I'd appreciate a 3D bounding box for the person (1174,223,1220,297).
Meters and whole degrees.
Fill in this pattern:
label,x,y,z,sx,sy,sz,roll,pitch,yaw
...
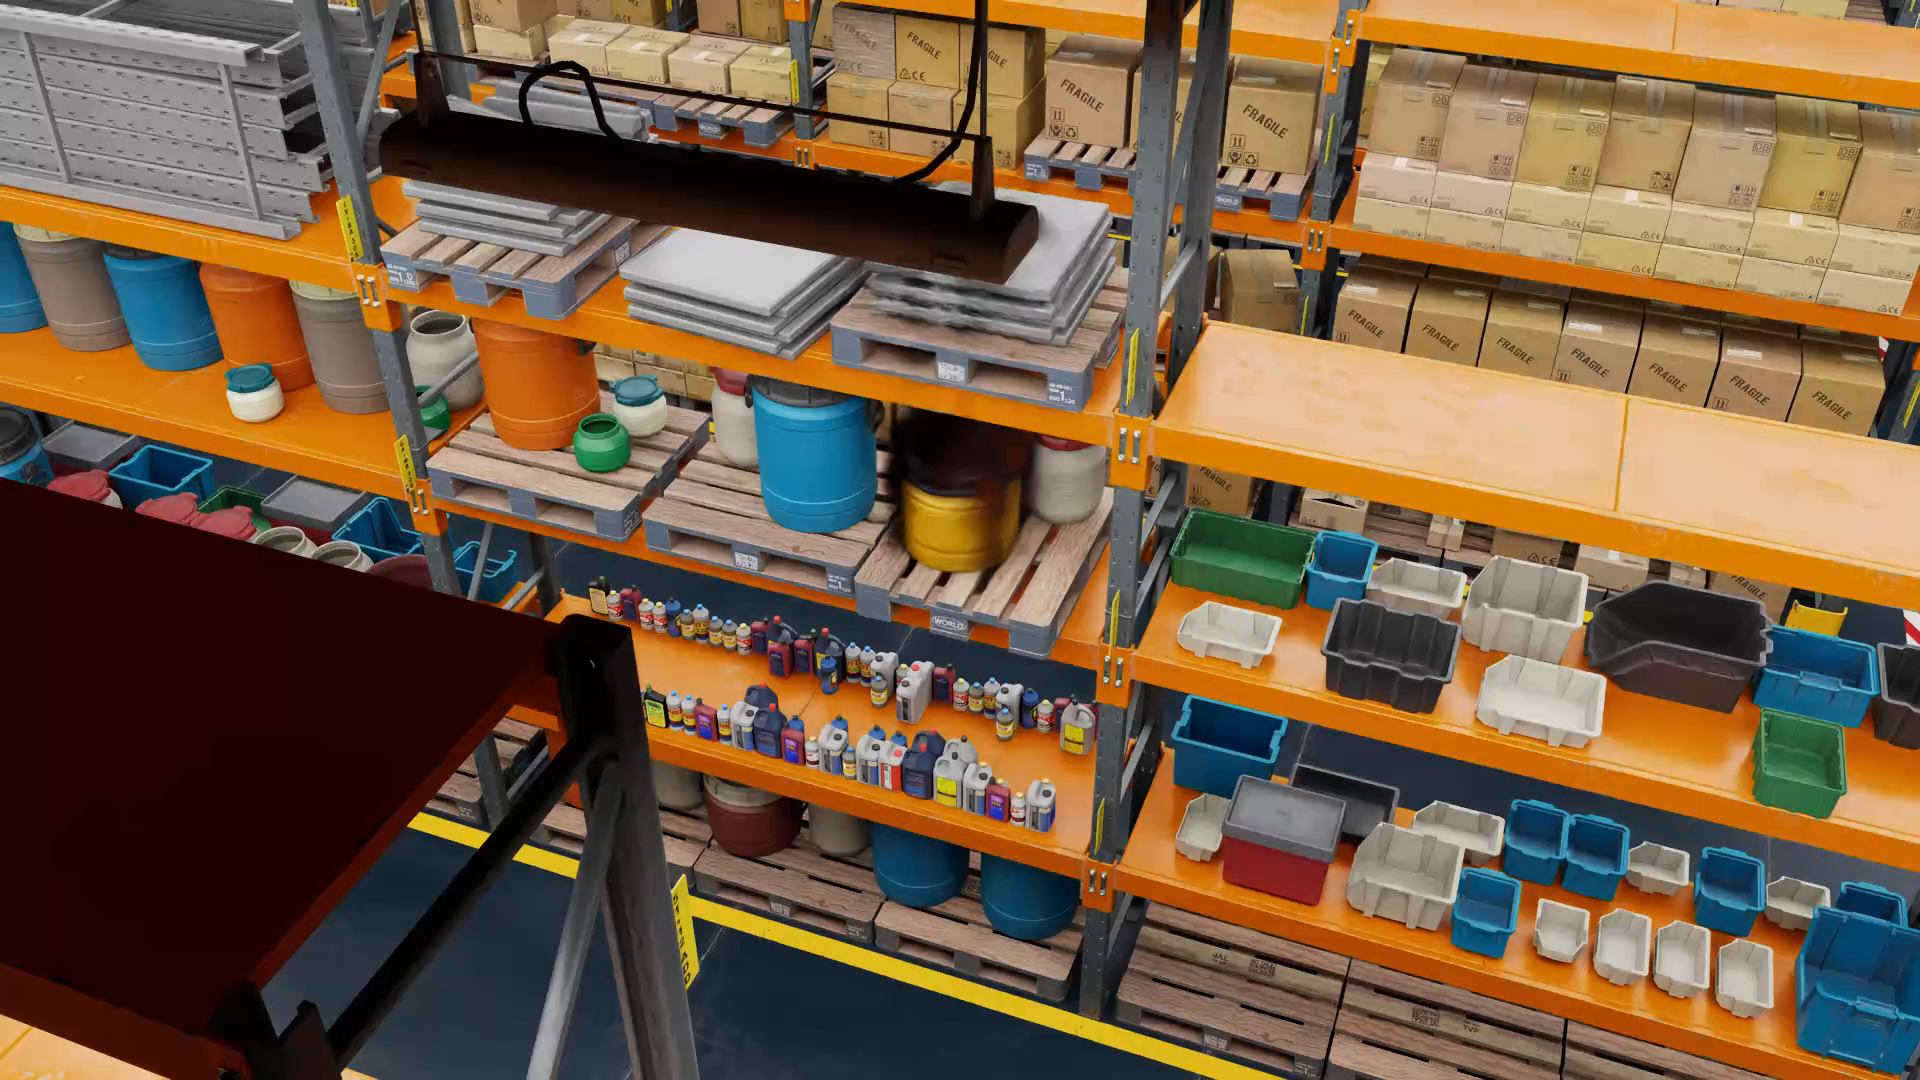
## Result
label,x,y,z,sx,sy,sz,roll,pitch,yaw
person,2.167,-2.511,15.509,0.806,1.644,0.602,-11,38,-15
